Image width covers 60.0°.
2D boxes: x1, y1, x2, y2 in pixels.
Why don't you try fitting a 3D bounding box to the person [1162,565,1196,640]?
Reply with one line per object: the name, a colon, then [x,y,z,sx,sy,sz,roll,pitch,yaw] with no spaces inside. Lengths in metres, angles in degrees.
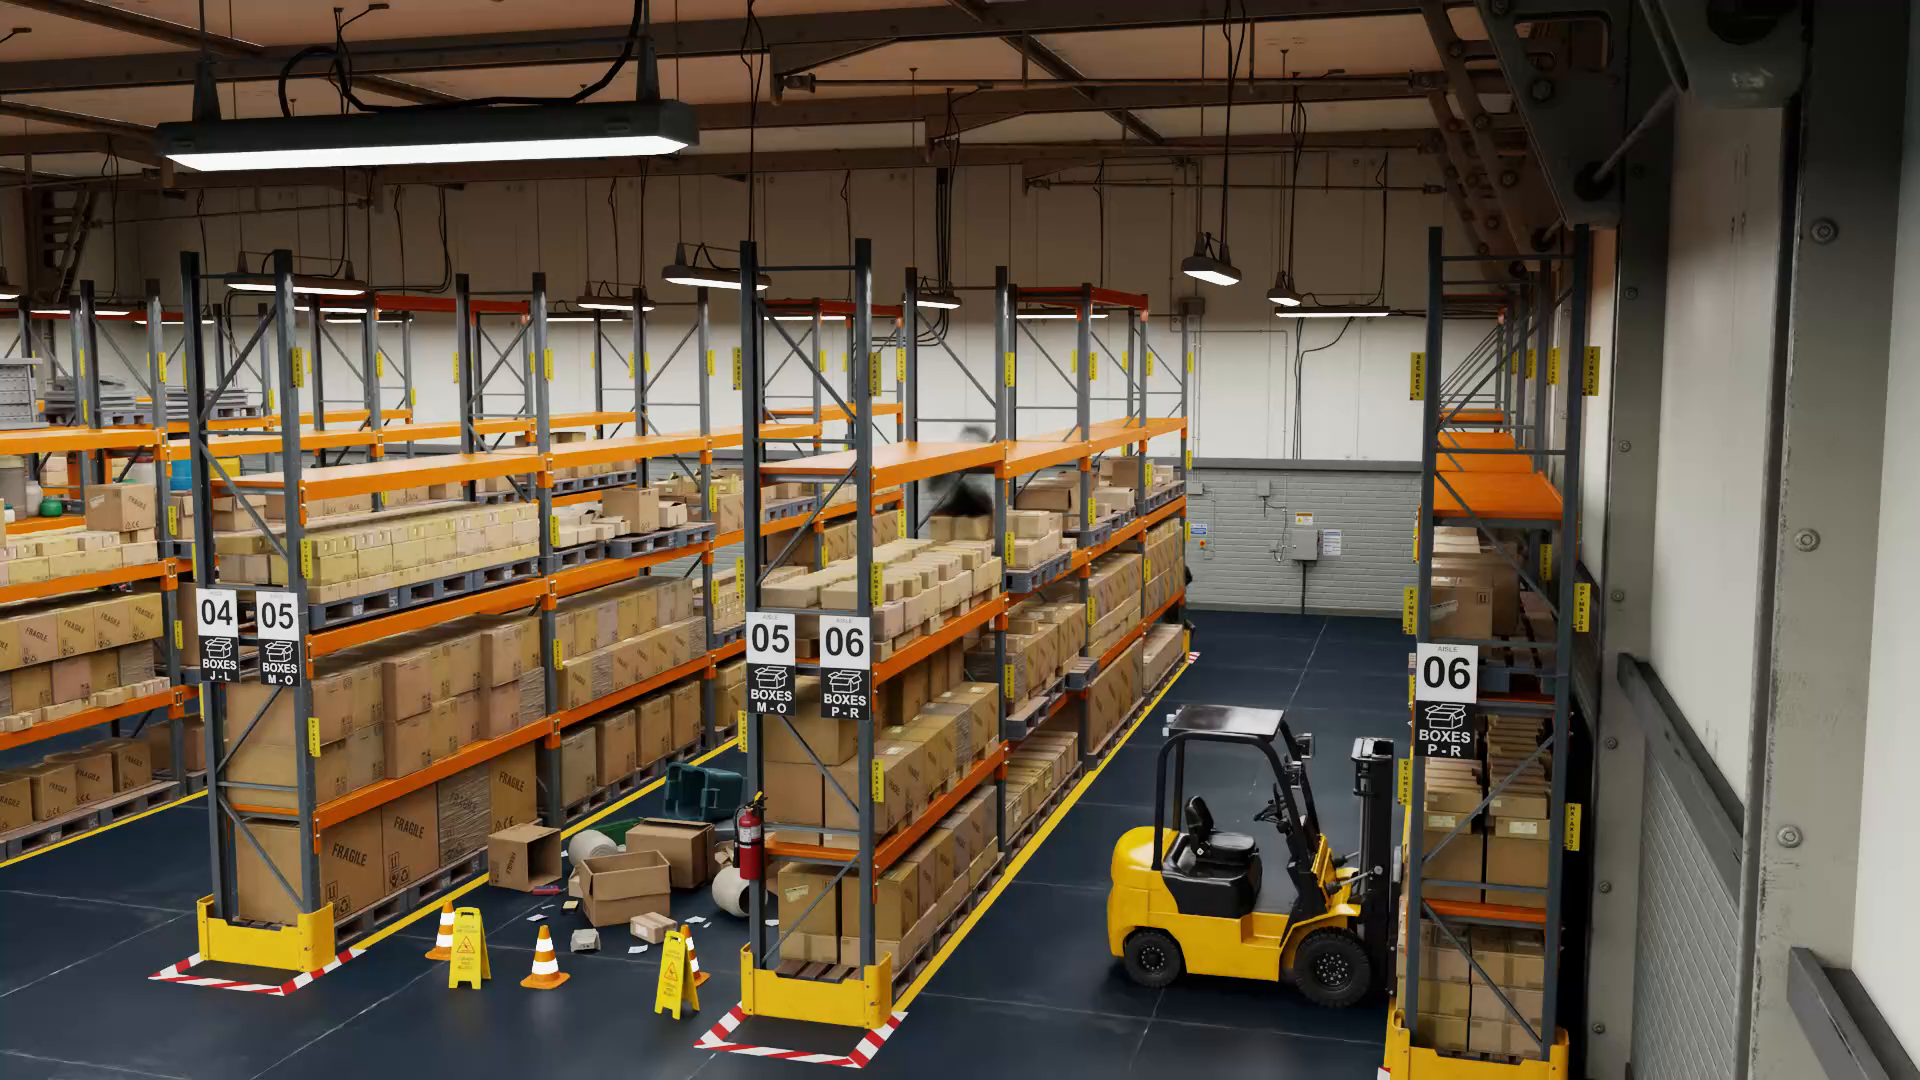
person: [3.748,1.019,29.429,0.793,1.662,0.700,-5,8,-39]
